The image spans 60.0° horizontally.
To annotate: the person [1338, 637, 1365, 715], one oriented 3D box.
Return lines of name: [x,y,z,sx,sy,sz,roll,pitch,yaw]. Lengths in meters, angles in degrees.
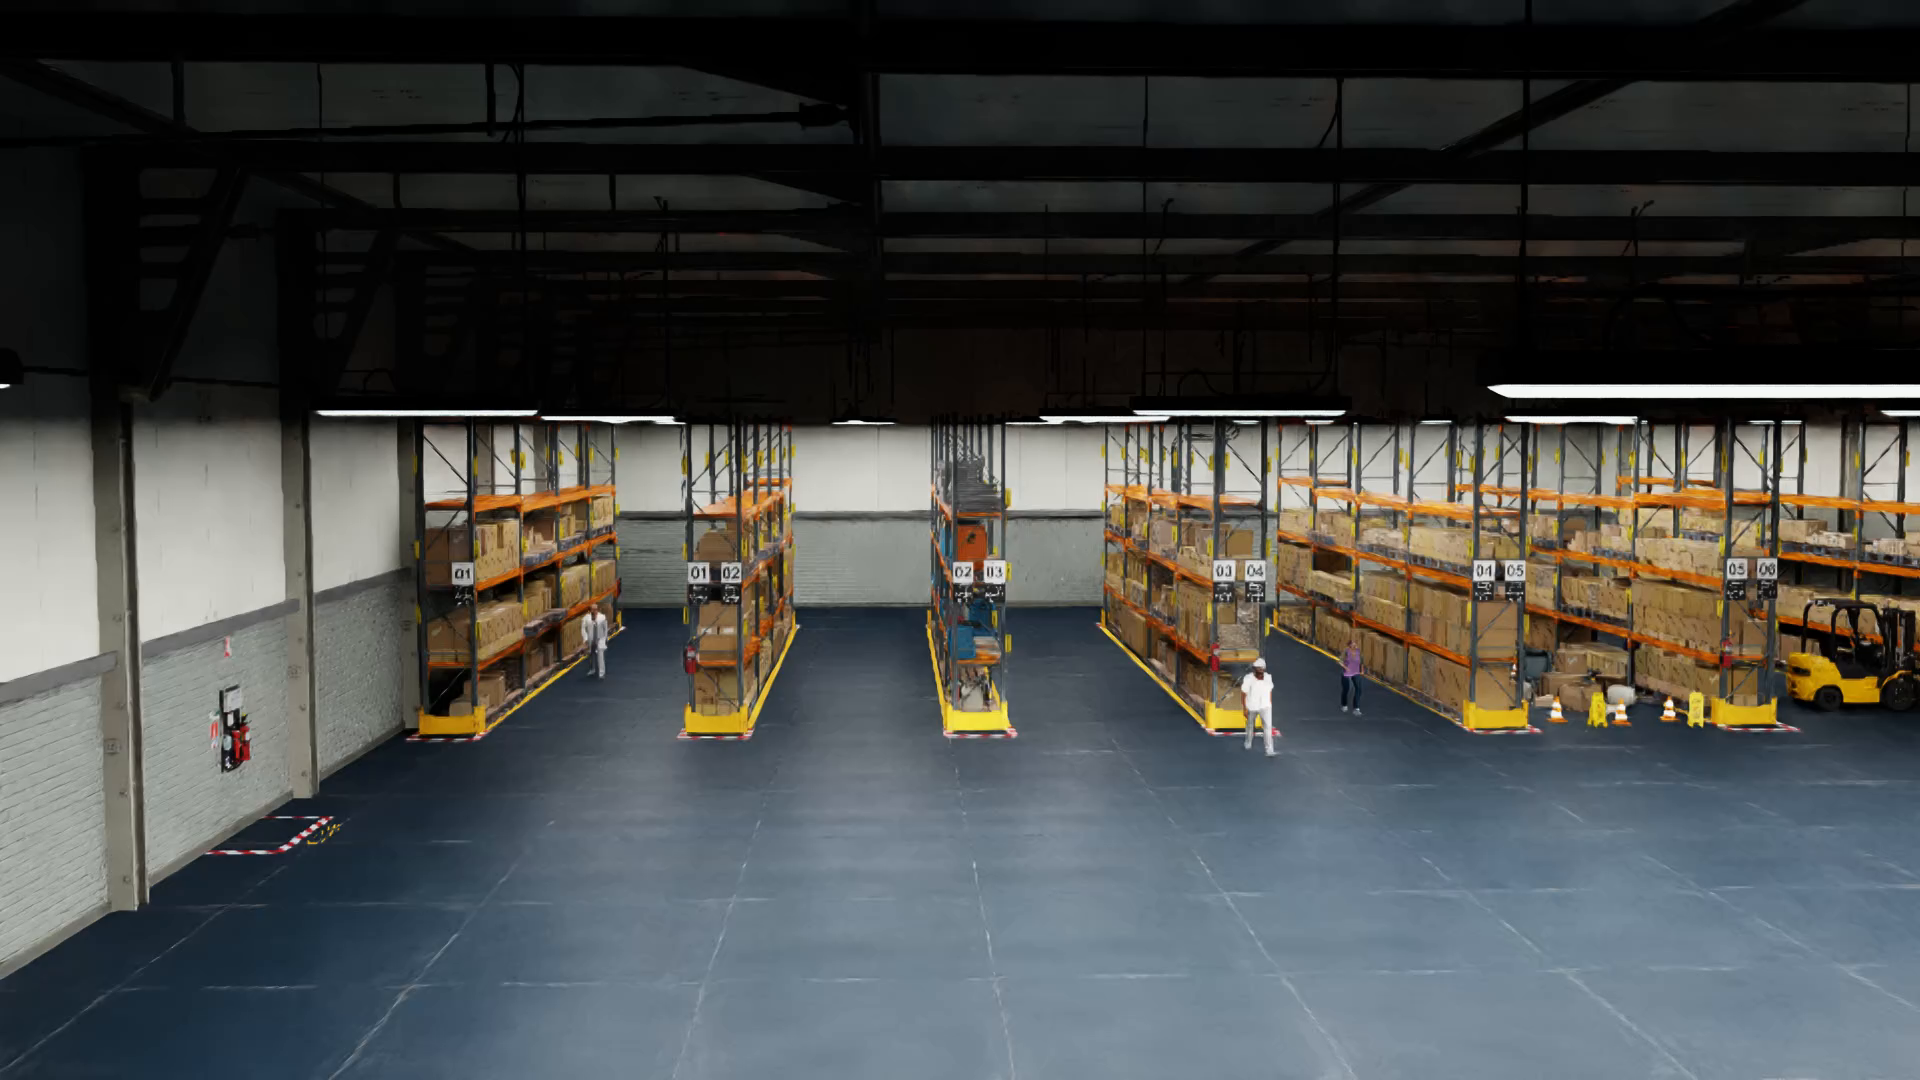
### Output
person: [7.838,2.691,33.297,0.562,1.530,0.815,0,4,3]

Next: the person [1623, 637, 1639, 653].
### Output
person: [16.908,2.031,42.041,0.551,1.642,0.599,2,4,26]

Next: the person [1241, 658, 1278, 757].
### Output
person: [5.195,2.889,28.962,0.583,1.686,1.111,0,4,-4]

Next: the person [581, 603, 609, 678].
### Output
person: [-8.312,2.277,37.846,0.607,1.699,1.171,-1,4,-11]
